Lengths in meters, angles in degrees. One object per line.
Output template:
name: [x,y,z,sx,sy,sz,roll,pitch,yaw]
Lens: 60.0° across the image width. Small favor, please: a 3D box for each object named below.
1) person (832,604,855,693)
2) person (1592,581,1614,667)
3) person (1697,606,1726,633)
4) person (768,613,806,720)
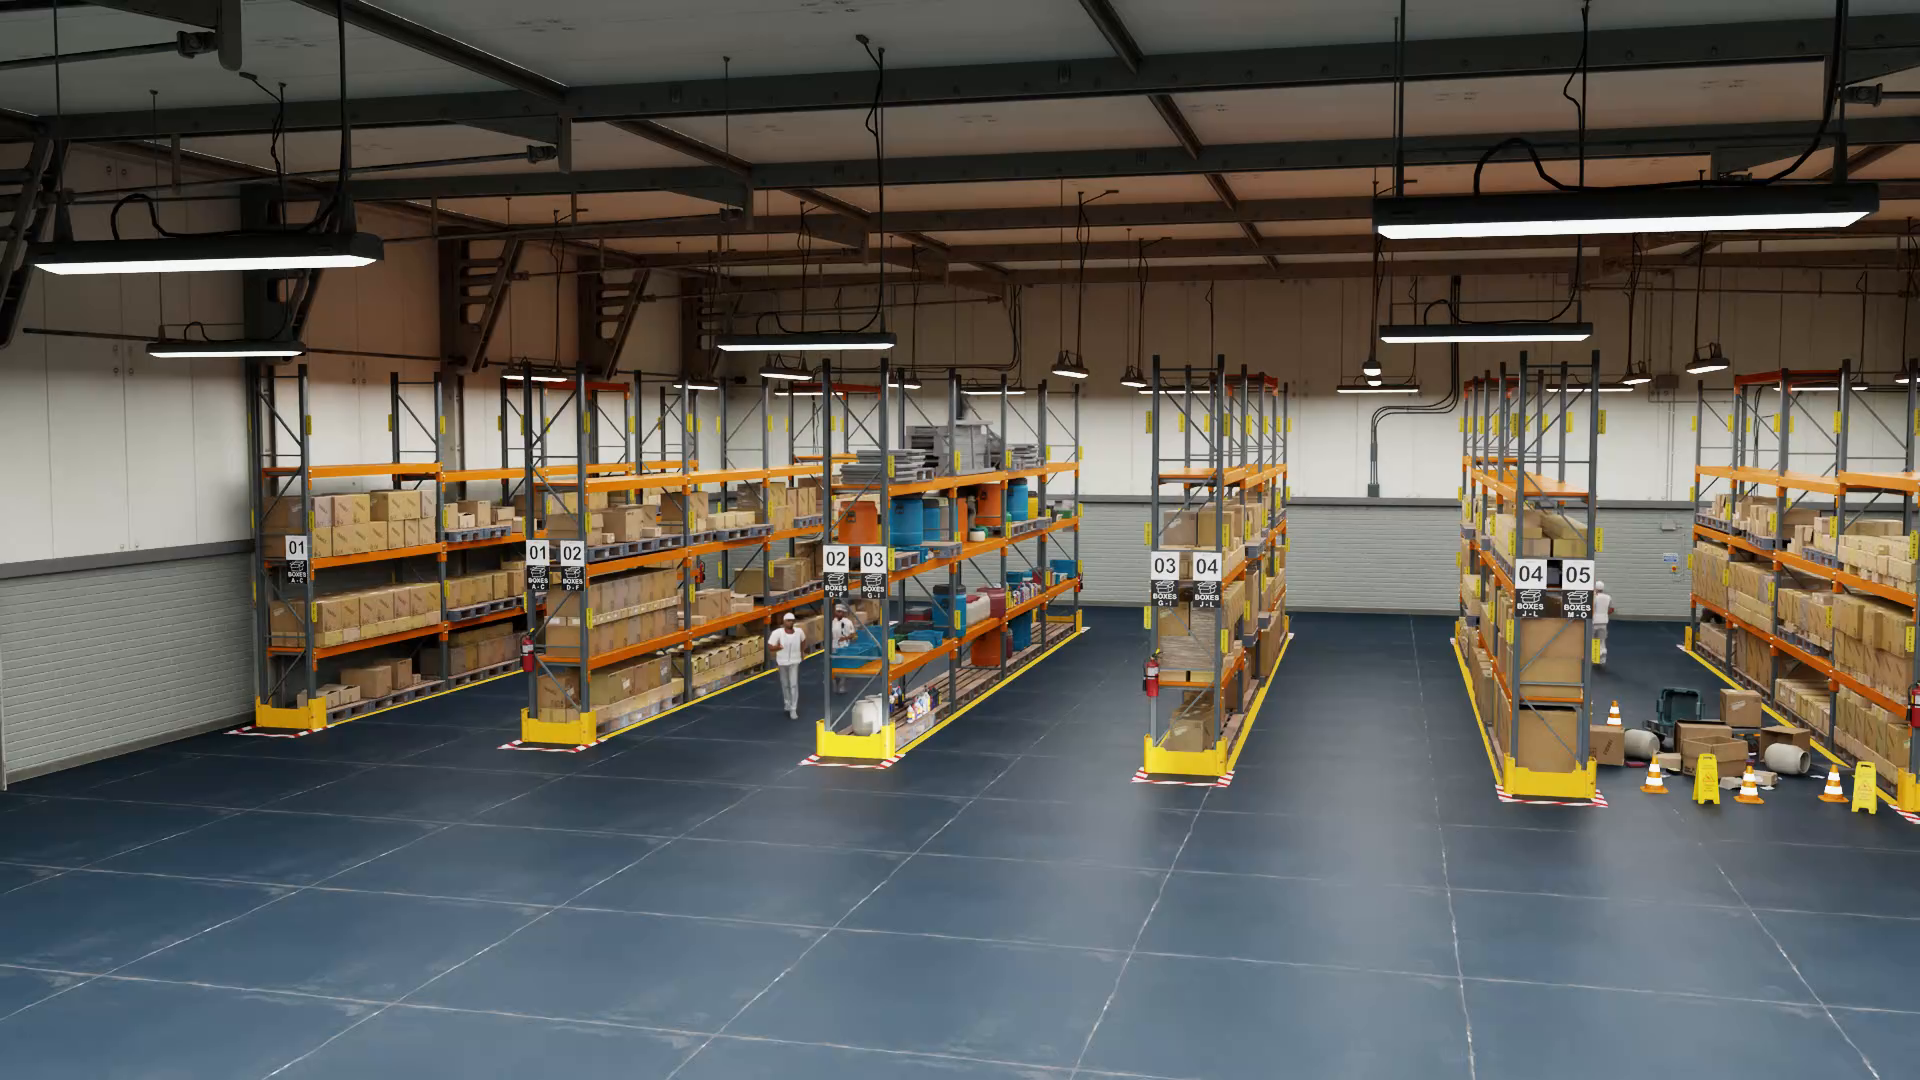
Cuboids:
person: [-2.228,2.029,31.006,0.555,1.674,0.624,1,4,17]
person: [13.197,1.752,34.401,0.640,1.808,0.720,0,4,0]
person: [17.203,1.493,37.977,1.039,1.760,0.765,3,5,36]
person: [-2.978,2.152,28.629,0.665,1.826,0.813,-1,4,-8]
